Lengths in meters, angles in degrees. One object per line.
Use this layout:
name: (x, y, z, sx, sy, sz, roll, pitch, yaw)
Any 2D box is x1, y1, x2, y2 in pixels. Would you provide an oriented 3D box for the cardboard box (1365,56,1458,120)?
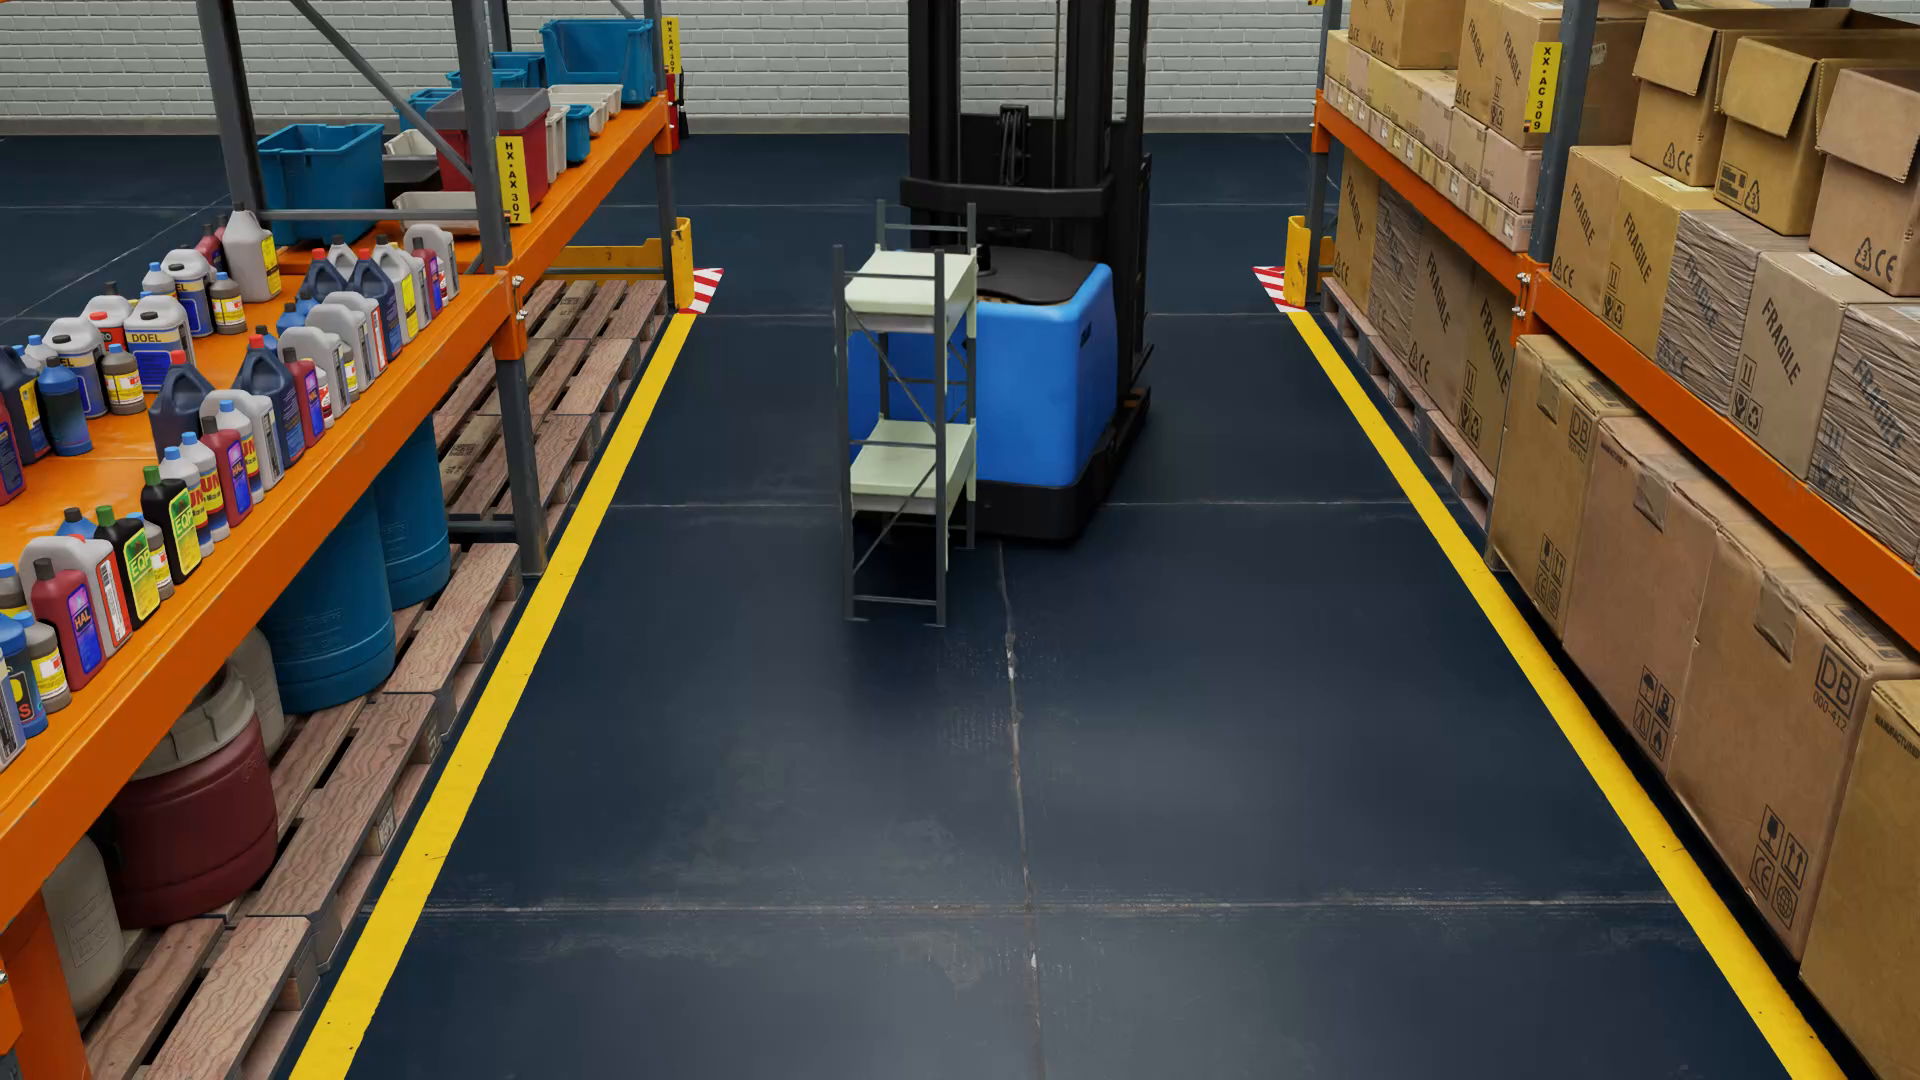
cardboard box: (2.423, -2.348, 8.621, 0.500, 0.250, 0.500, -1, 24, -2)

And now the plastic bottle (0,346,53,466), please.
plastic bottle: (-2.598, -0.392, 4.536, 0.144, 0.351, 0.185, 0, 24, -1)

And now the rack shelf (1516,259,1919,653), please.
rack shelf: (2.739, -0.100, 4.705, 1.077, 0.370, 4.000, 0, 24, -1)

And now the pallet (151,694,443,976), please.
pallet: (-2.252, 0.863, 5.087, 1.003, 0.211, 1.213, 0, 24, -1)

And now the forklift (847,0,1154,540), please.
forklift: (0.366, -1.918, 7.935, 1.130, 2.935, 3.031, 6, 25, 14)

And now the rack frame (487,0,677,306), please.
rack frame: (-2.279, -2.878, 9.974, 1.000, 3.000, 0.127, 0, 24, -1)

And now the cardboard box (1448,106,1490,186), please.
cardboard box: (2.442, -1.713, 7.220, 0.500, 0.250, 0.500, 0, 24, 1)

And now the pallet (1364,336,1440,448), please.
pallet: (2.771, -0.799, 8.761, 1.003, 0.211, 1.213, 0, 24, -1)

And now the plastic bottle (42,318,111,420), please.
plastic bottle: (-2.598, -0.504, 4.875, 0.152, 0.276, 0.135, 0, 24, -1)

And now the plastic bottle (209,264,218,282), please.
plastic bottle: (-2.637, -0.884, 5.806, 0.097, 0.201, 0.097, 0, 24, 0)

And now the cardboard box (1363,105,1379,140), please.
cardboard box: (2.361, -2.215, 8.812, 0.380, 0.149, 0.250, -1, 24, -2)

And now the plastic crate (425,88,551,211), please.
plastic crate: (-1.994, -1.656, 7.120, 0.402, 0.464, 0.583, 0, 24, -1)

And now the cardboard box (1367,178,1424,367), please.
cardboard box: (2.771, -1.485, 8.963, 0.875, 0.875, 0.875, 0, 24, -1)

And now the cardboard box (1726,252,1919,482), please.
cardboard box: (2.495, -0.481, 4.552, 0.500, 0.500, 0.500, 0, 24, 0)

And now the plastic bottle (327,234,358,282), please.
plastic bottle: (-2.042, -0.830, 5.504, 0.144, 0.351, 0.185, 0, 24, -1)

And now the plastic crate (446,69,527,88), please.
plastic crate: (-2.598, -2.455, 9.168, 0.416, 0.233, 0.300, 0, 24, -1)

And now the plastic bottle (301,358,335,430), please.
plastic bottle: (-1.865, -0.422, 4.783, 0.097, 0.201, 0.097, 0, 24, 0)

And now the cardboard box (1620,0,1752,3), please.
cardboard box: (2.970, -2.063, 7.082, 0.500, 0.500, 0.500, 0, 24, -1)

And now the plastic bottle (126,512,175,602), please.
plastic bottle: (-1.853, 0.035, 3.773, 0.097, 0.201, 0.097, 0, 24, 0)

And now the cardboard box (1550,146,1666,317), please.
cardboard box: (2.473, -1.107, 5.937, 0.500, 0.500, 0.500, 0, 24, 0)

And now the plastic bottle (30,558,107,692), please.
plastic bottle: (-1.831, 0.156, 3.407, 0.061, 0.283, 0.133, 0, 24, -1)

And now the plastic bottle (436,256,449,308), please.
plastic bottle: (-1.879, -0.931, 5.909, 0.097, 0.201, 0.097, 0, 24, 0)

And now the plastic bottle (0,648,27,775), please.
plastic bottle: (-1.873, 0.295, 3.108, 0.152, 0.276, 0.135, 0, 24, -1)

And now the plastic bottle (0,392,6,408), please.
plastic bottle: (-2.577, -0.296, 4.406, 0.061, 0.283, 0.133, 0, 24, -1)

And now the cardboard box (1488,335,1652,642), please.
cardboard box: (2.745, -0.212, 6.147, 1.225, 0.875, 0.875, 0, 24, 0)

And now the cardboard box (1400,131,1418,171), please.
cardboard box: (2.371, -1.896, 8.108, 0.380, 0.149, 0.250, 0, 24, 0)

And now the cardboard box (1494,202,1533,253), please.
cardboard box: (2.387, -1.262, 6.705, 0.380, 0.149, 0.250, 0, 24, 0)

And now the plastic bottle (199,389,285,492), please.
plastic bottle: (-1.888, -0.276, 4.372, 0.152, 0.276, 0.135, 0, 24, -1)

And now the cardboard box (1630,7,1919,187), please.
cardboard box: (2.733, -1.492, 5.570, 0.797, 0.503, 0.637, -1, 24, -2)

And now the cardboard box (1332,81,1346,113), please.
cardboard box: (2.352, -2.533, 9.515, 0.380, 0.149, 0.250, -1, 24, -1)

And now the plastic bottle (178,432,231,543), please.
plastic bottle: (-1.857, -0.132, 4.057, 0.097, 0.271, 0.097, 0, 24, 0)

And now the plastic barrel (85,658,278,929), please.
plastic barrel: (-2.226, 0.659, 4.570, 0.600, 0.588, 0.708, 0, 24, -1)

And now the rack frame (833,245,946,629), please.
rack frame: (-0.253, -0.355, 6.214, 0.400, 1.500, 0.023, 4, 25, 9)

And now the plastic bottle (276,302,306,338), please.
plastic bottle: (-2.021, -0.588, 5.067, 0.097, 0.271, 0.097, 0, 24, 0)

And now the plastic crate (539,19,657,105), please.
plastic crate: (-2.088, -2.785, 9.651, 0.616, 0.435, 0.499, 0, 24, -1)

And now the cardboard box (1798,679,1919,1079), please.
cardboard box: (2.775, 0.888, 3.715, 1.225, 0.875, 0.875, -1, 24, -3)

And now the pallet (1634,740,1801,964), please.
pallet: (2.818, 0.840, 5.137, 1.003, 0.211, 1.213, 0, 24, -1)

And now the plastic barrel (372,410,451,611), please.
plastic barrel: (-2.246, -0.241, 6.180, 0.600, 0.901, 0.708, 0, 24, -1)

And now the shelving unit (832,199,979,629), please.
shelving unit: (-0.194, -0.503, 6.543, 0.431, 1.500, 0.755, 4, 25, 9)

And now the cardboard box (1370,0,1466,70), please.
cardboard box: (2.426, -2.691, 8.471, 0.500, 0.500, 0.500, -1, 24, -2)

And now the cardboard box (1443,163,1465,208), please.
cardboard box: (2.378, -1.580, 7.408, 0.380, 0.149, 0.250, 0, 24, 0)

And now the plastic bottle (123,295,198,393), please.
plastic bottle: (-2.449, -0.600, 5.088, 0.152, 0.276, 0.135, 0, 24, -1)

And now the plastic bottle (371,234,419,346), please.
plastic bottle: (-1.898, -0.830, 5.506, 0.144, 0.351, 0.185, 0, 24, -1)

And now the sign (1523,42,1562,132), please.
sign: (2.163, -1.680, 6.177, 0.100, 0.325, 0.005, 0, 24, -1)

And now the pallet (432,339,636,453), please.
pallet: (-2.298, -0.766, 8.688, 1.003, 0.211, 1.213, 0, 24, -1)

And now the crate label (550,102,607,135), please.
crate label: (-2.072, -2.216, 8.757, 0.396, 0.136, 0.243, 0, 24, -1)

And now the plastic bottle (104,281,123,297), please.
plastic bottle: (-2.648, -0.658, 5.206, 0.061, 0.283, 0.133, 0, 24, -1)

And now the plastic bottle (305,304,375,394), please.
plastic bottle: (-1.897, -0.599, 5.084, 0.152, 0.276, 0.135, 0, 24, -1)

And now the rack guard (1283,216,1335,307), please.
rack guard: (2.674, -1.772, 10.560, 1.175, 0.500, 0.348, 0, 24, -1)

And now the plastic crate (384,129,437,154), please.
plastic crate: (-2.555, -1.853, 7.955, 0.293, 0.136, 0.466, 0, 24, -1)

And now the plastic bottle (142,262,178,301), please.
plastic bottle: (-2.633, -0.780, 5.491, 0.097, 0.271, 0.097, 0, 24, 0)

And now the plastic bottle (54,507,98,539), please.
plastic bottle: (-1.913, 0.059, 3.636, 0.097, 0.271, 0.097, 0, 24, 0)
